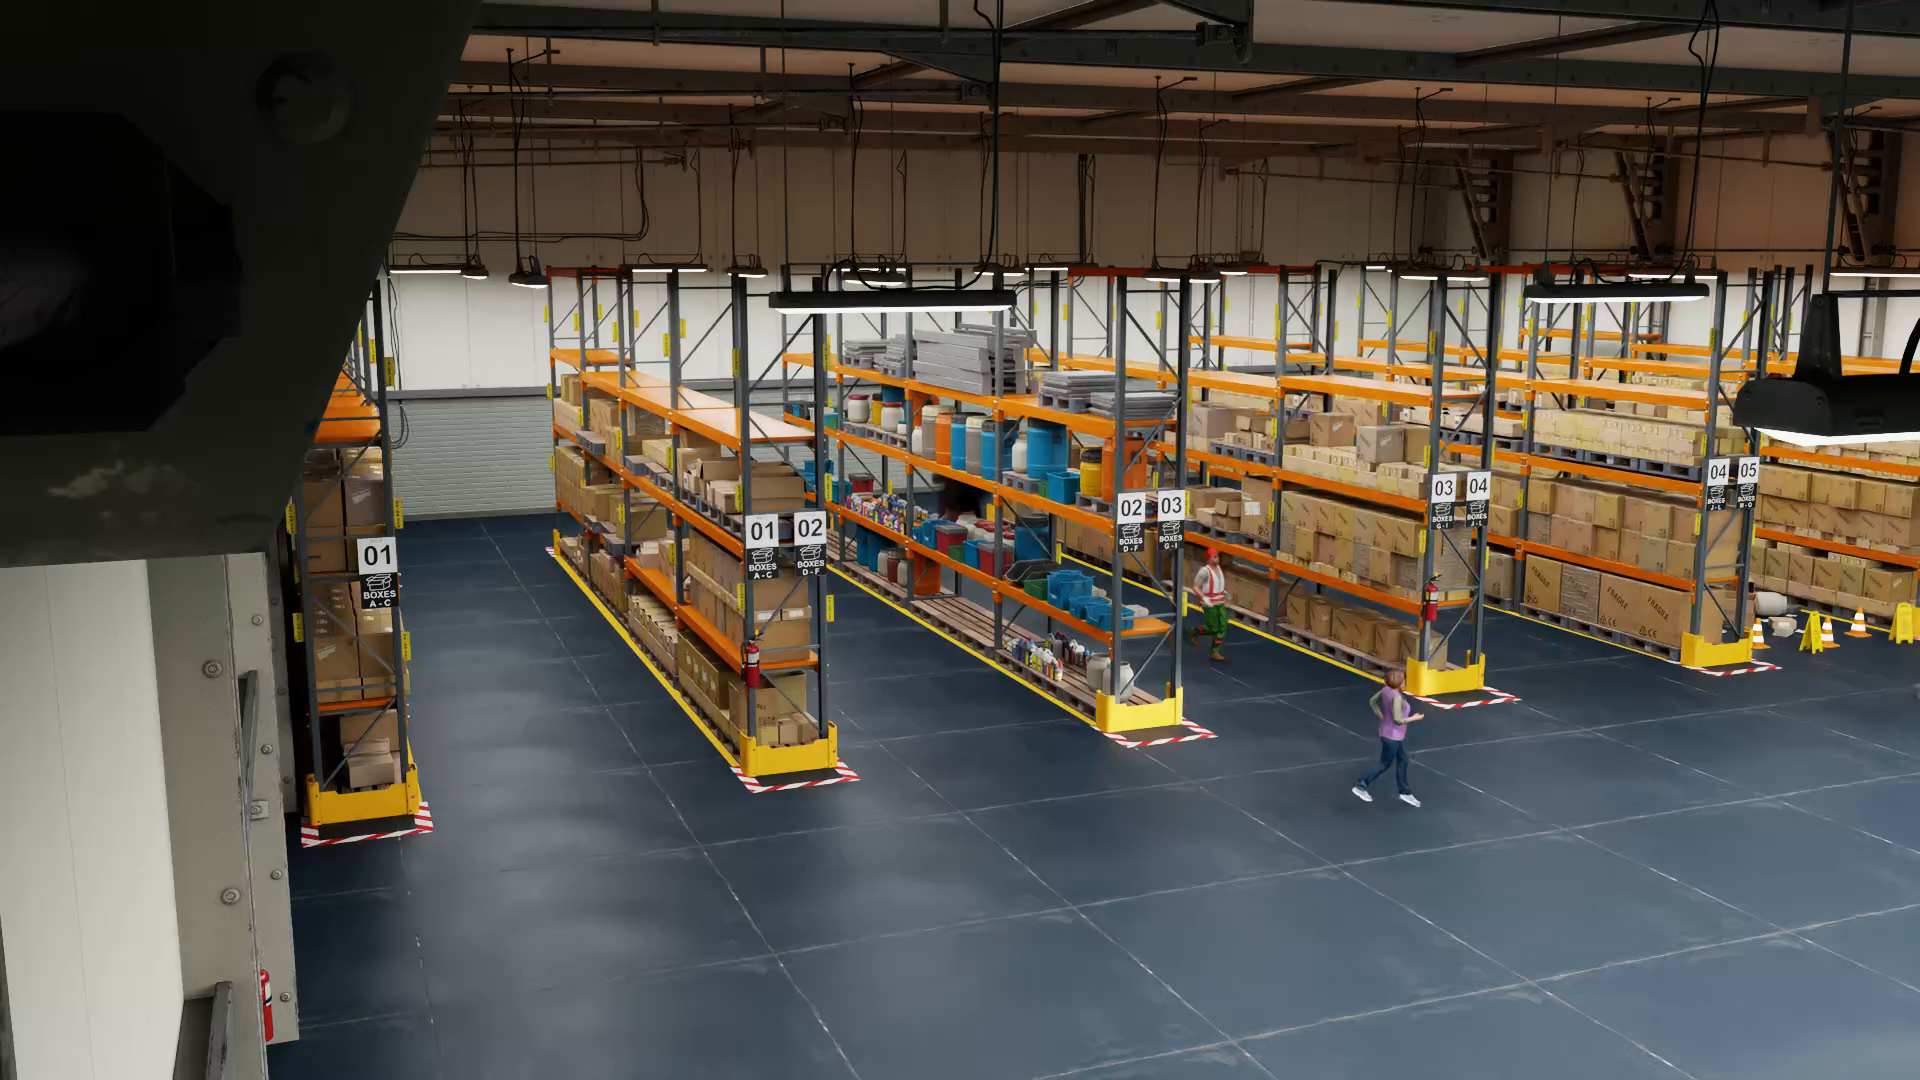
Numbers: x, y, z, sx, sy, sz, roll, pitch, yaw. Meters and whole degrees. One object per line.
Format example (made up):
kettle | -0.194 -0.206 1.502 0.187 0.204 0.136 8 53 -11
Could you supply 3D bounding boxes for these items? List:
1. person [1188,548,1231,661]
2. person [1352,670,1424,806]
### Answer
person | 3.917 0.984 26.003 0.657 1.748 0.697 -8 13 -38
person | 4.900 2.271 18.980 0.810 1.632 0.529 1 10 4
